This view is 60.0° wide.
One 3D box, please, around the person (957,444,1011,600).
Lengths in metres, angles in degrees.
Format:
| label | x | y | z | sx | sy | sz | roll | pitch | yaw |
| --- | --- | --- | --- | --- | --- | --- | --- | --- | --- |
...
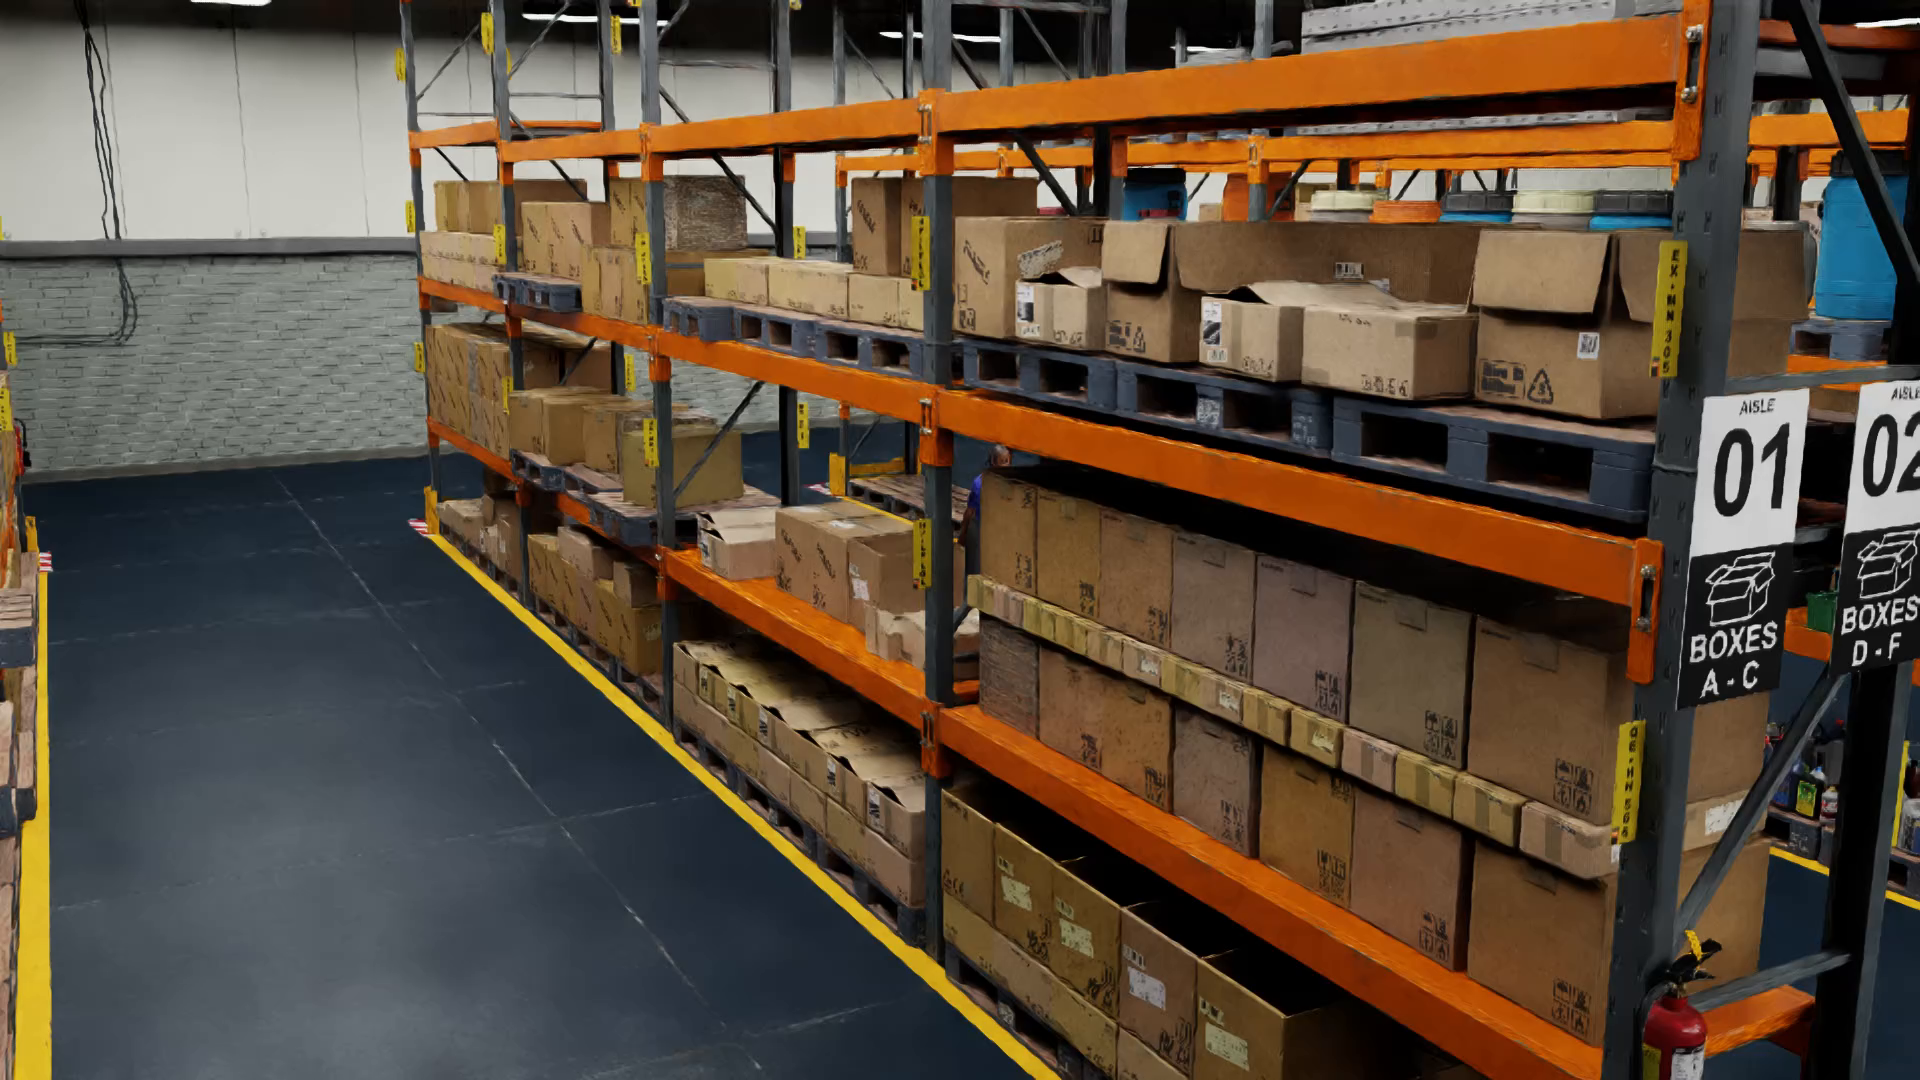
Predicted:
| label | x | y | z | sx | sy | sz | roll | pitch | yaw |
| --- | --- | --- | --- | --- | --- | --- | --- | --- | --- |
| person | 0.192 | -0.017 | 14.144 | 0.600 | 1.621 | 0.448 | 9 | 15 | 37 |
